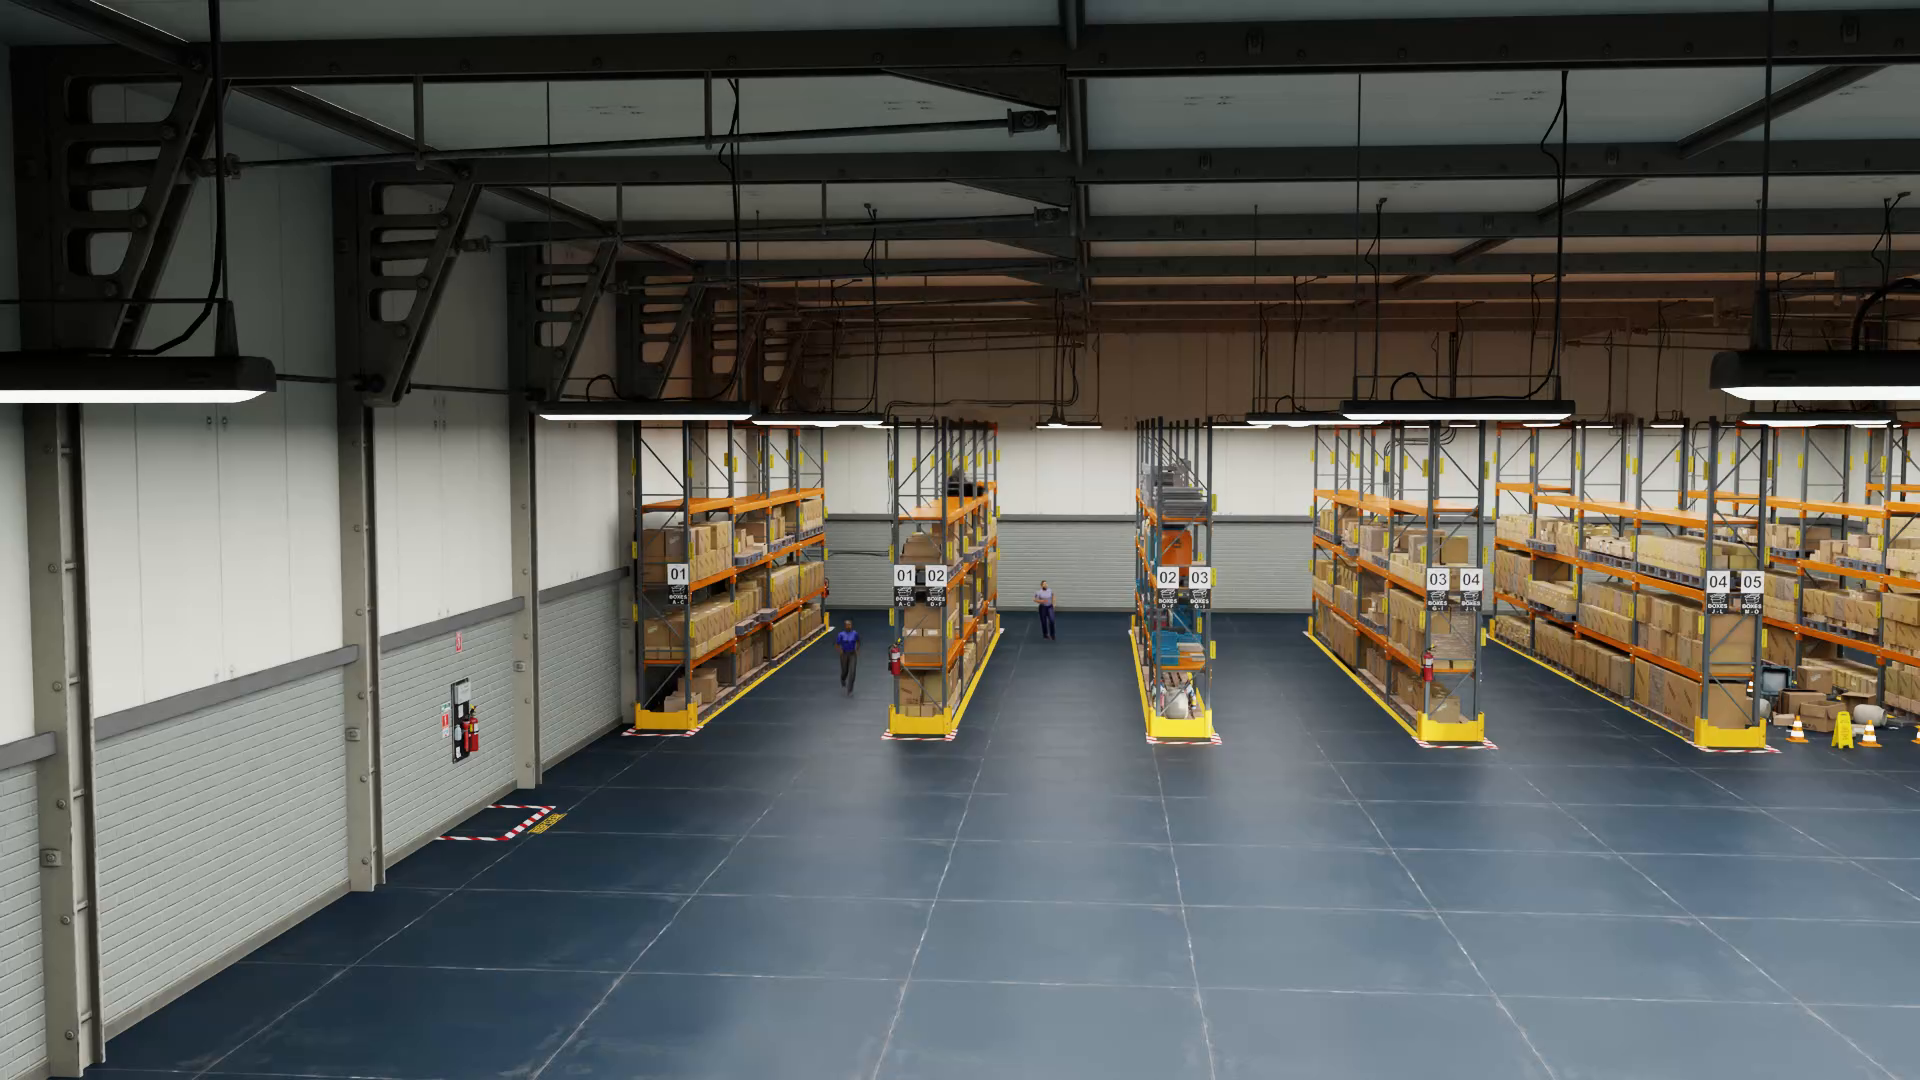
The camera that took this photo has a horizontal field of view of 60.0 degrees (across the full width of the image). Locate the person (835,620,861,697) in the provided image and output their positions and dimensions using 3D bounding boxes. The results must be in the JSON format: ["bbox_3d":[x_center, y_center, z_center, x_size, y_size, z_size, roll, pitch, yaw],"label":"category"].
[{"bbox_3d":[-2.432,2.555,36.252,0.578,1.649,0.791,-1,4,-12],"label":"person"}]

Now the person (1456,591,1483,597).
[{"bbox_3d":[14.519,1.817,47.510,0.748,1.715,0.802,-1,4,-13],"label":"person"}]

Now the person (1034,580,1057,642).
[{"bbox_3d":[2.321,1.946,45.625,0.608,1.704,0.717,0,4,-5],"label":"person"}]
